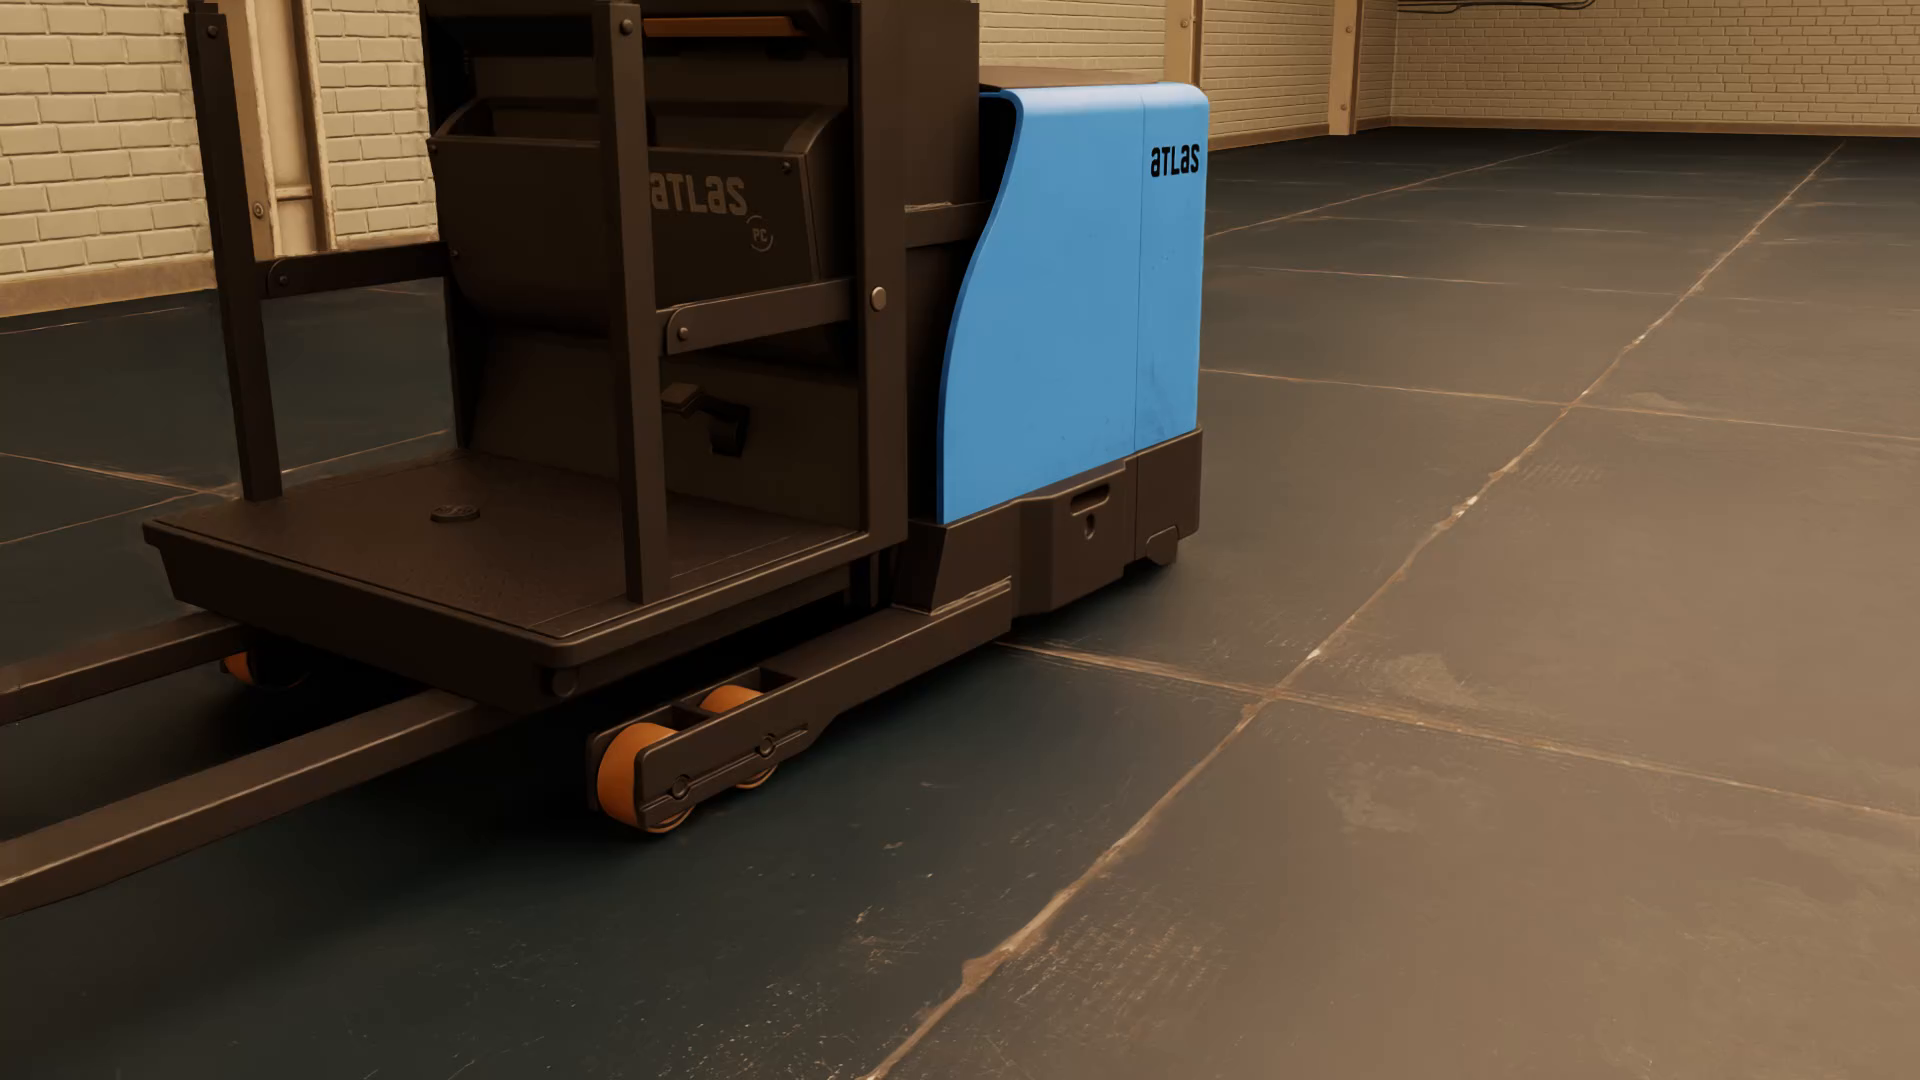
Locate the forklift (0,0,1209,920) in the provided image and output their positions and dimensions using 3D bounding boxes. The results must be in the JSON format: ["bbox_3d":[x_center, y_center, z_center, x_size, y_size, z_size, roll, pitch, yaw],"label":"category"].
[{"bbox_3d":[-0.709,-1.115,2.638,1.130,2.935,3.031,11,20,34],"label":"forklift"}]
